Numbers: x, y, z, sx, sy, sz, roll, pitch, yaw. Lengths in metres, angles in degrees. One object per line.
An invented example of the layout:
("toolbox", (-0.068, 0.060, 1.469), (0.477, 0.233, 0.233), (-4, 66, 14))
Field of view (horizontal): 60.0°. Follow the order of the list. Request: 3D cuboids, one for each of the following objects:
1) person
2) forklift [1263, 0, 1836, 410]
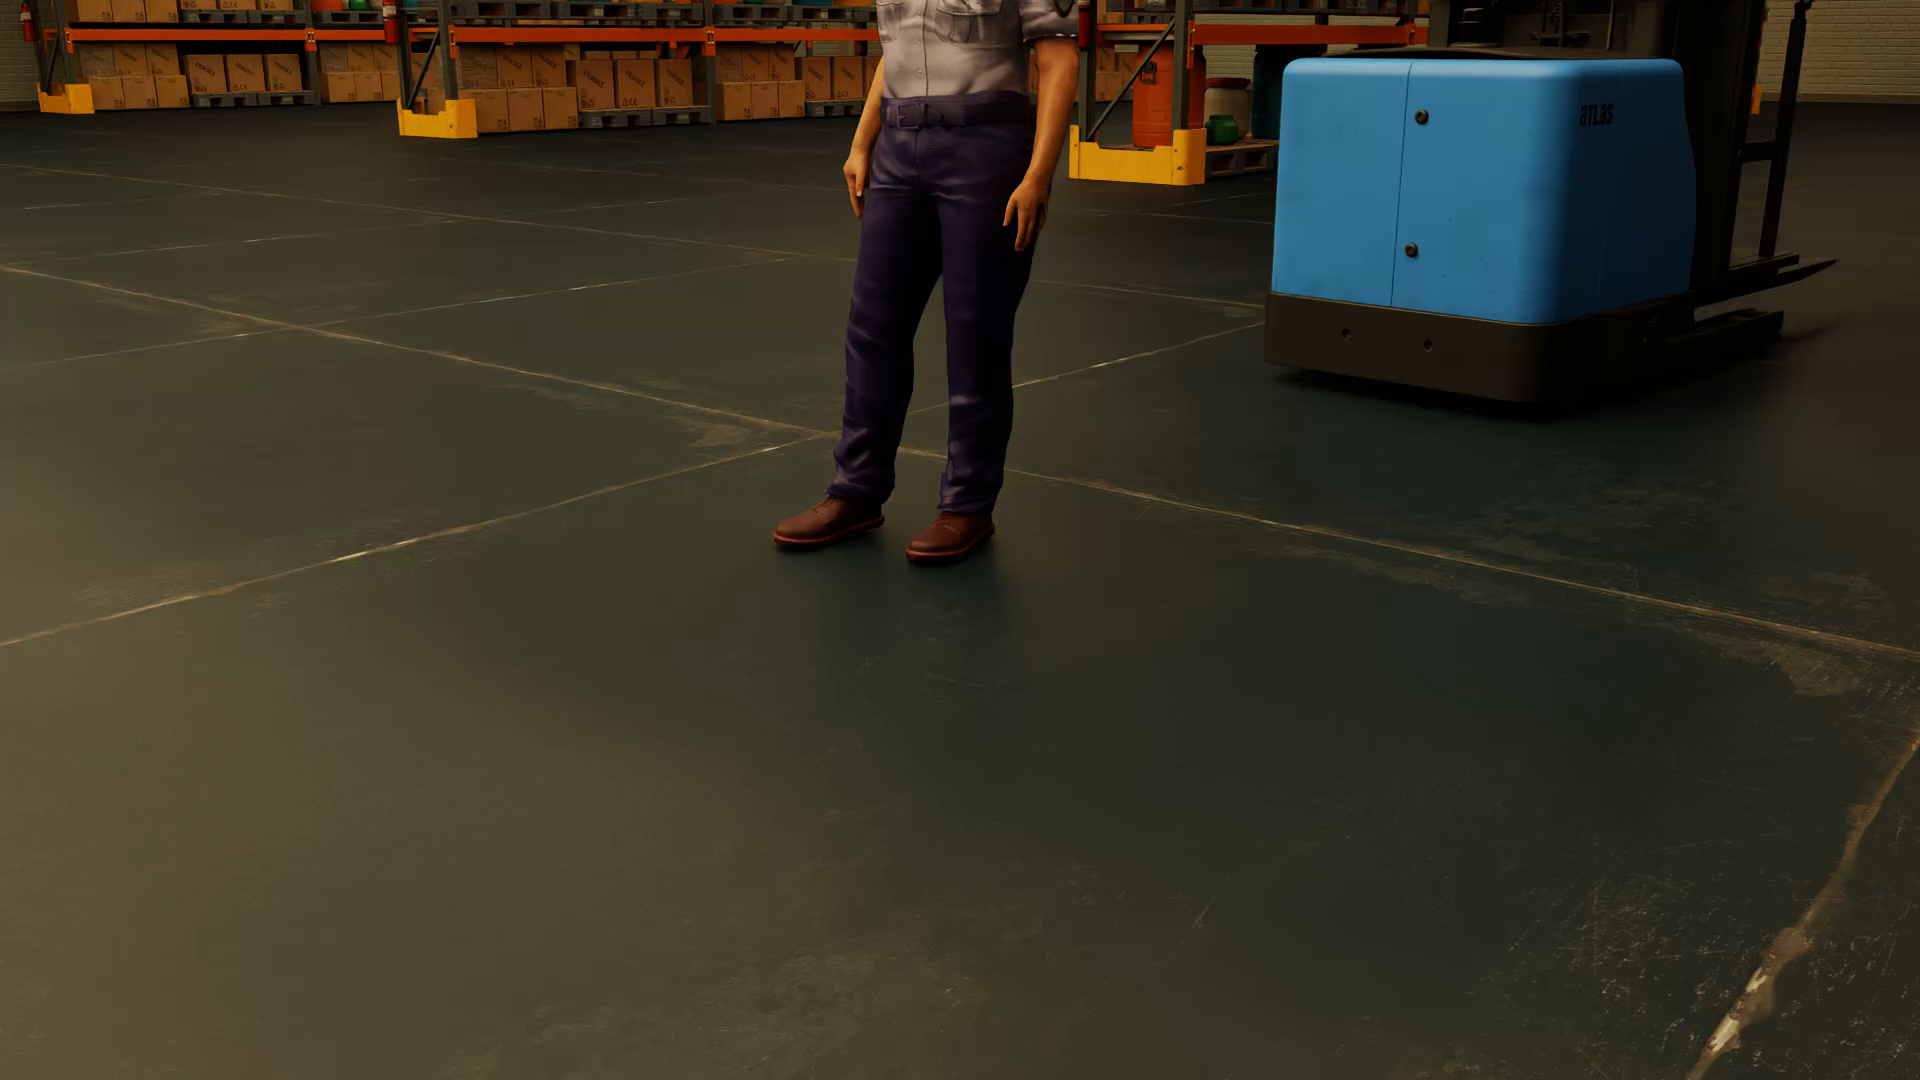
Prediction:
("person", (-0.074, -0.780, 3.648), (0.599, 1.650, 0.503), (13, 21, 37))
("forklift", (2.449, -2.154, 5.993), (3.031, 2.935, 1.130), (-16, 23, -42))
